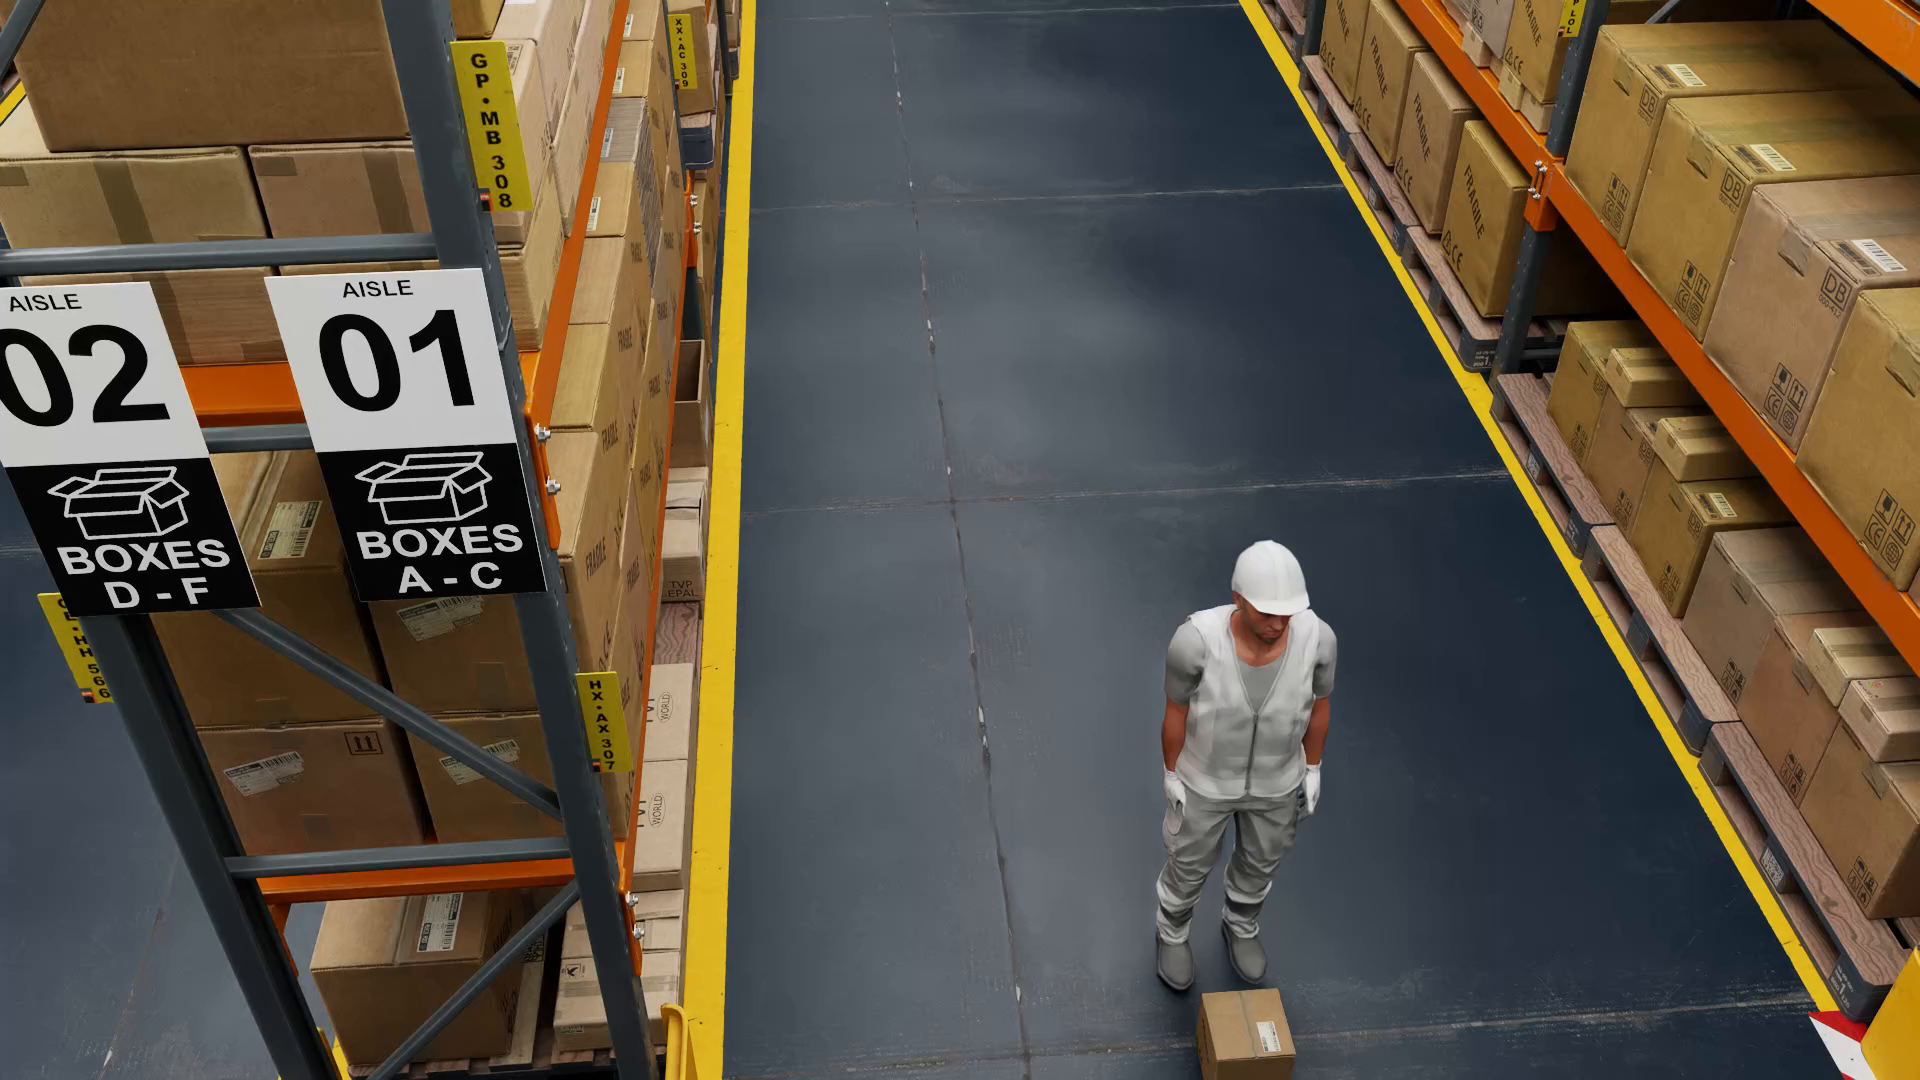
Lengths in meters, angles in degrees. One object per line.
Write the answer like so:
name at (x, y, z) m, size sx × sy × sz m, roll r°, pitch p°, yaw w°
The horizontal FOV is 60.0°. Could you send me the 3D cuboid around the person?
person at (0.879, 0.739, 5.223) m, size 0.525 × 1.794 × 0.341 m, roll -2°, pitch 39°, yaw -3°
